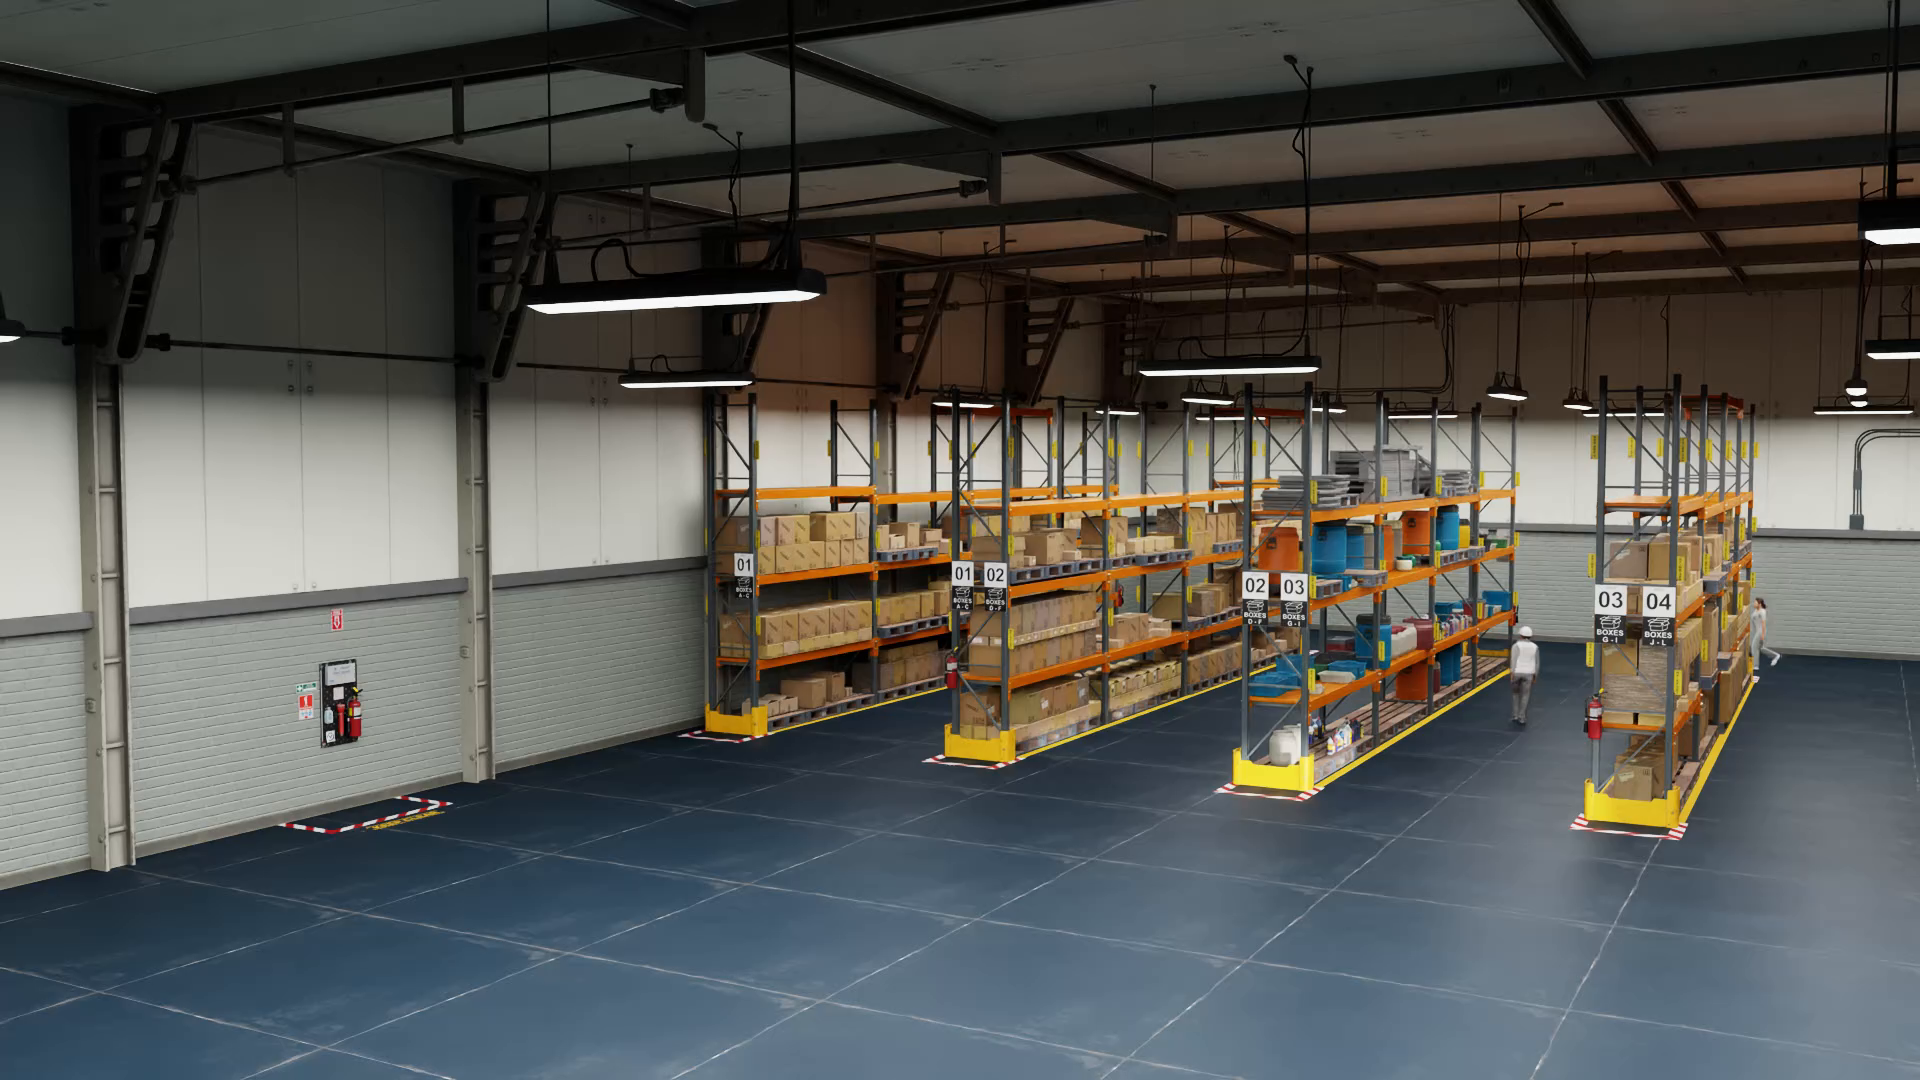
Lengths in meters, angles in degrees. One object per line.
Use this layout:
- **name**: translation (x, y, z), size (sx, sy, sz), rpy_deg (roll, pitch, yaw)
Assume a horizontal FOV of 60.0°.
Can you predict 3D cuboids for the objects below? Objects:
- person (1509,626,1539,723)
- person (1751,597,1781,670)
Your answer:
- **person**: translation (10.345, 2.496, 30.504), size (0.514, 1.821, 0.613), rpy_deg (1, 3, 22)
- **person**: translation (18.298, 2.125, 37.880), size (0.802, 1.644, 0.447), rpy_deg (0, 3, 9)
